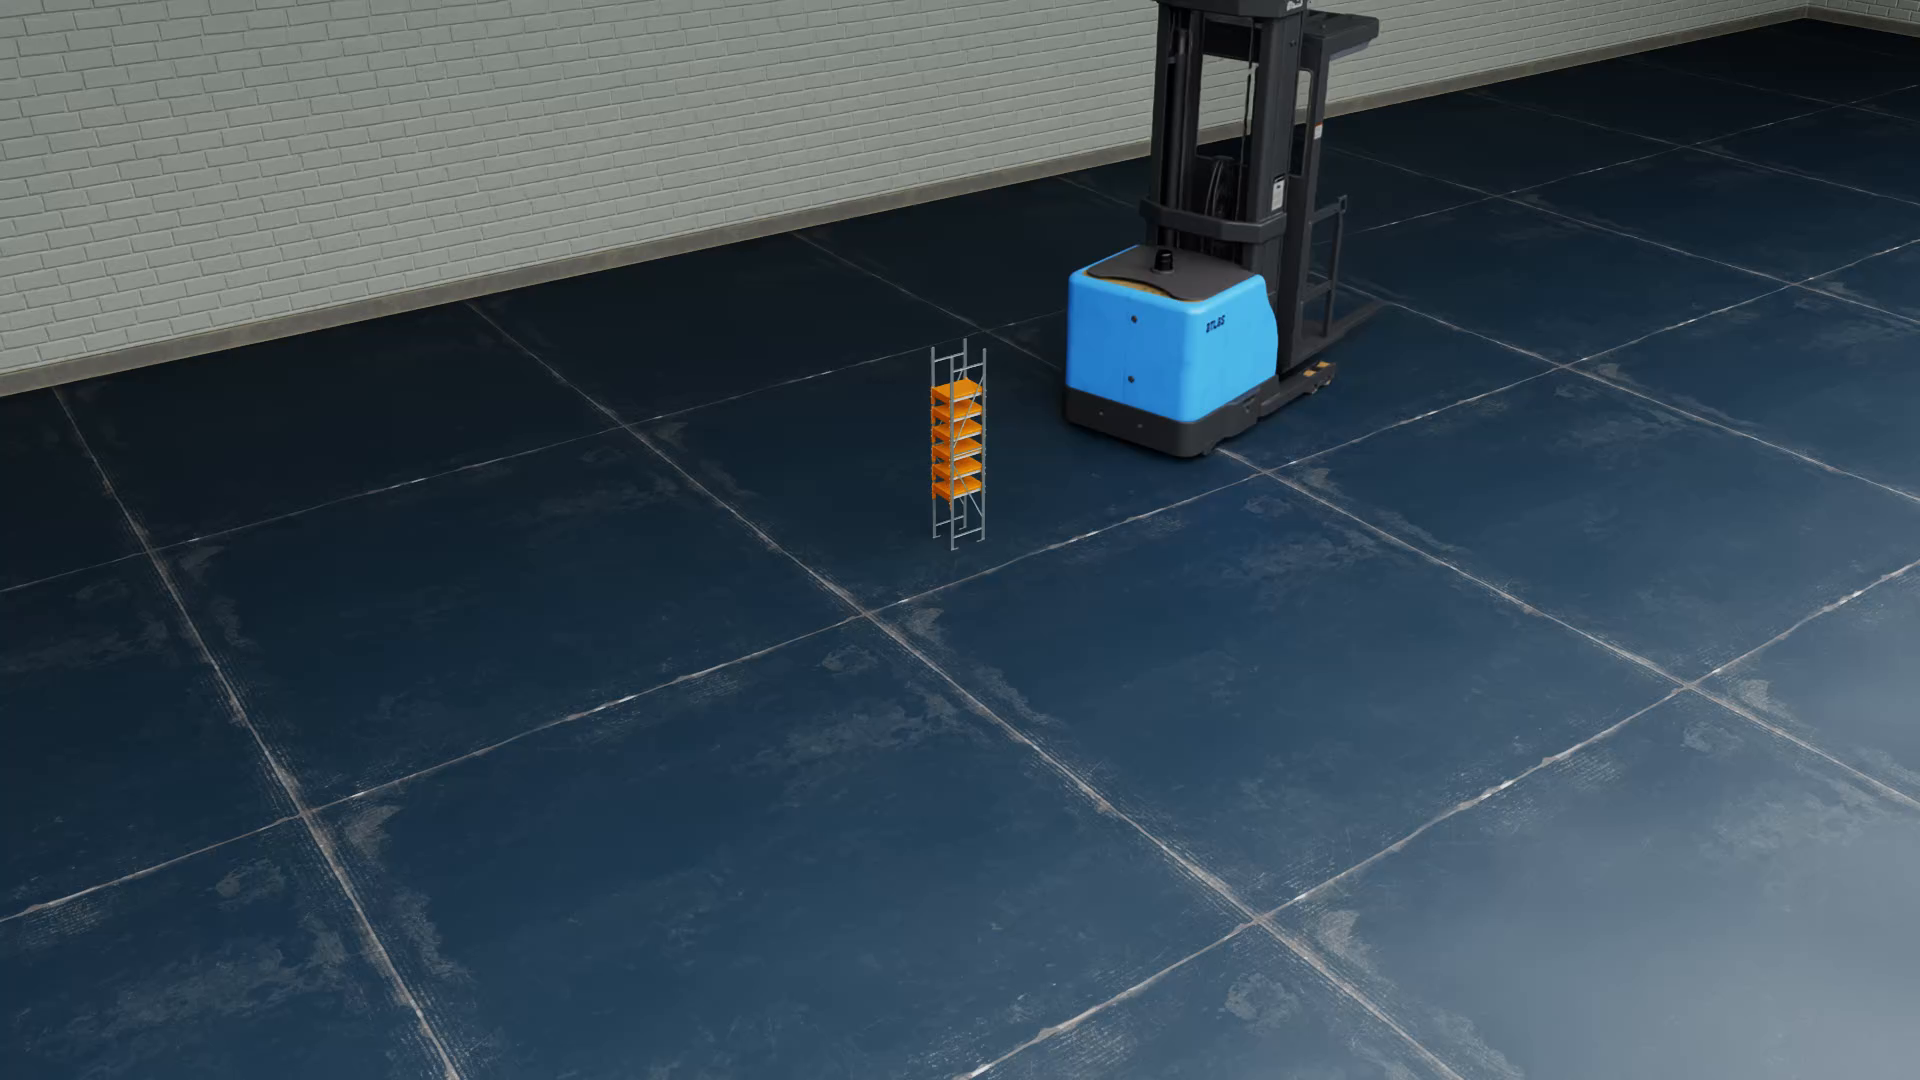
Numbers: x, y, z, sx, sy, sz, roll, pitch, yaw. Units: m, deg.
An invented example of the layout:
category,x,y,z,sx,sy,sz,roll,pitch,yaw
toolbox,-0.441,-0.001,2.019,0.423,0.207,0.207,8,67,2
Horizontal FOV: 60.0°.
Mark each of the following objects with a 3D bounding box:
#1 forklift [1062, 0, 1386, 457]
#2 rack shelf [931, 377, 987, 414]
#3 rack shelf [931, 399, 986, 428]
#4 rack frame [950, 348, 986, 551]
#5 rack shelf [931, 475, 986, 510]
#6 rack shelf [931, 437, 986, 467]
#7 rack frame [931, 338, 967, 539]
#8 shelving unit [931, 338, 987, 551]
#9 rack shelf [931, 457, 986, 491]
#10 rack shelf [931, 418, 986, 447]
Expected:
category,x,y,z,sx,sy,sz,roll,pitch,yaw
forklift,2.008,-2.445,11.180,1.130,2.935,3.031,22,35,34
rack shelf,-0.008,-0.810,9.323,0.258,0.103,0.180,-19,34,-31
rack shelf,-0.008,-0.705,9.381,0.258,0.103,0.180,-19,34,-31
rack frame,0.045,-0.497,9.409,0.240,1.200,0.006,-19,34,-31
rack shelf,-0.008,-0.283,9.610,0.258,0.103,0.180,-19,34,-31
rack shelf,-0.008,-0.494,9.495,0.258,0.103,0.180,-19,34,-31
rack frame,-0.061,-0.568,9.540,0.240,1.200,0.006,-19,34,-31
shelving unit,-0.008,-0.533,9.474,0.258,1.200,0.189,-19,34,-31
rack shelf,-0.008,-0.388,9.552,0.258,0.103,0.180,-19,34,-31
rack shelf,-0.008,-0.599,9.438,0.258,0.103,0.180,-19,34,-31
